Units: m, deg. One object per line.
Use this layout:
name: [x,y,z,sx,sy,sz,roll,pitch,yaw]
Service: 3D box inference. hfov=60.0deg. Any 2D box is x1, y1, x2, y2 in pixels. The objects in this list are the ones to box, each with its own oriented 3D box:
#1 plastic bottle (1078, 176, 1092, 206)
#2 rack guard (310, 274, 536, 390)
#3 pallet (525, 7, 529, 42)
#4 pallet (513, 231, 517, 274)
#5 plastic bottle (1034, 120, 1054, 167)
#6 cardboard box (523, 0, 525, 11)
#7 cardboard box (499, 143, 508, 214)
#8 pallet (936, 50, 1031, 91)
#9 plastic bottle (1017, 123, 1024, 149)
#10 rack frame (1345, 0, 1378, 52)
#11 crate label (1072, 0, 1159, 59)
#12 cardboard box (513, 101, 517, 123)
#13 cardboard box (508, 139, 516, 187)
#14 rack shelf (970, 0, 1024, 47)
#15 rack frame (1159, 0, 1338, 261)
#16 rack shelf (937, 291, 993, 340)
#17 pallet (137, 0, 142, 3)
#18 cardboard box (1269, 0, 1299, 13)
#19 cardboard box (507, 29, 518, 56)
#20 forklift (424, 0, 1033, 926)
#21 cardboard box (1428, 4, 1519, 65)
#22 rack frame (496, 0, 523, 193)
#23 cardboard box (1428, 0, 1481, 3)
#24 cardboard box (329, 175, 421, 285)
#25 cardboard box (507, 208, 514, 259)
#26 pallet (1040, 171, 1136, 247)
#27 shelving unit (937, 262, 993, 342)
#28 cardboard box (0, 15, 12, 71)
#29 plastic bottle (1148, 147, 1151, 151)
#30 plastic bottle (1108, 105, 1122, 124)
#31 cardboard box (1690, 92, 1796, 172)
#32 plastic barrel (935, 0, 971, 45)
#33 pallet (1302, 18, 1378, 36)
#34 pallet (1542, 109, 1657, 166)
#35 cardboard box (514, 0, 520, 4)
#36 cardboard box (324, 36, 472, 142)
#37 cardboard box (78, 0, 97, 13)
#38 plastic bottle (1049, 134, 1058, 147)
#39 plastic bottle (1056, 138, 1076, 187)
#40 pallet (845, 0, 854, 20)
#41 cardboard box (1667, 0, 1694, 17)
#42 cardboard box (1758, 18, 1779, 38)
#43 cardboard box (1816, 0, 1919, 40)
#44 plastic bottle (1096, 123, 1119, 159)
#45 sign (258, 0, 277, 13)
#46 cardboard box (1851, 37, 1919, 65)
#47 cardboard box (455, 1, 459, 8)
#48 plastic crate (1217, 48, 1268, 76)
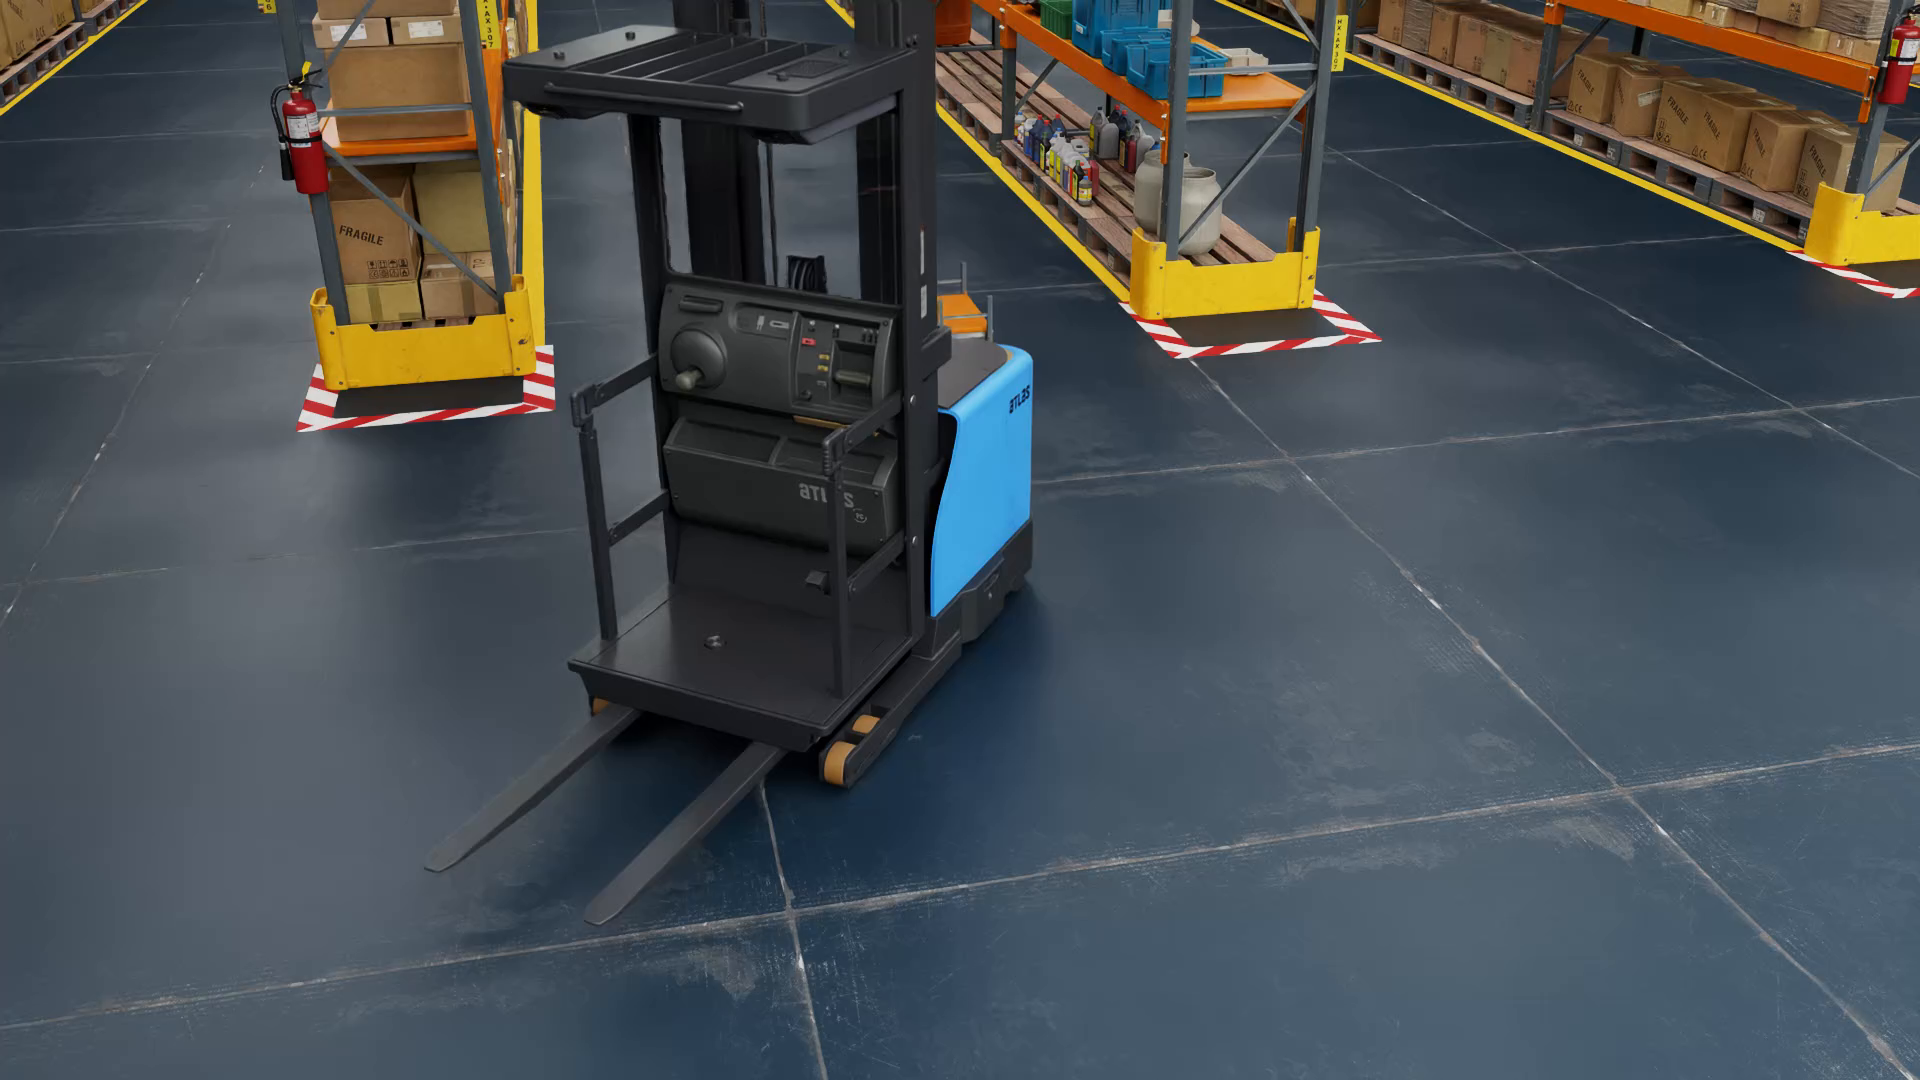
plastic bottle: [0.910,-2.539,12.068,0.097,0.201,0.097,0,27,0]
rack guard: [-3.070,-1.202,9.576,1.175,0.500,0.348,-6,27,-12]
pallet: [-5.560,-5.998,19.400,1.003,0.211,1.213,-6,27,-12]
pallet: [-3.560,-1.949,11.378,1.003,0.211,1.213,-6,27,-12]
plastic bottle: [0.670,-3.120,13.054,0.144,0.351,0.185,-7,28,-14]
cardboard box: [-5.286,-6.271,19.132,0.500,0.500,0.500,-6,27,-11]
cardboard box: [-3.220,-2.319,10.768,0.500,0.500,0.500,-6,27,-12]
pallet: [0.085,-4.753,16.932,1.003,0.211,1.213,-6,27,-12]
plastic bottle: [0.517,-3.304,13.584,0.097,0.201,0.097,0,27,0]
rack frame: [4.774,-6.845,17.982,1.000,3.000,0.127,-6,27,-12]
crate label: [1.073,-3.626,11.566,0.502,0.435,0.616,-6,27,-12]
cardboard box: [-3.828,-3.501,13.321,0.500,0.311,0.500,-6,27,-11]
cardboard box: [-3.660,-2.863,12.678,0.500,0.250,0.500,-6,27,-12]
rack shelf: [0.399,-5.142,15.408,1.077,0.370,4.000,-6,27,-12]
rack frame: [1.751,-2.830,10.027,1.000,3.000,0.127,-6,27,-12]
rack shelf: [-0.034,-0.963,7.454,0.258,0.148,0.480,-6,27,-12]
pallet: [-11.251,-7.260,21.899,1.003,0.211,1.213,-6,27,-12]
cardboard box: [4.445,-6.781,19.747,1.225,0.875,0.875,-6,27,-11]
cardboard box: [-4.397,-4.618,15.534,0.500,0.311,0.500,-6,27,-12]
forklift: [-0.753,-0.640,5.765,1.130,2.935,3.031,12,29,22]
cardboard box: [5.216,-5.143,16.896,0.700,0.500,0.500,-4,27,-7]
rack frame: [-3.977,-4.084,12.513,1.000,3.000,0.127,-6,27,-12]
cardboard box: [5.083,-5.737,17.241,0.500,0.250,0.500,-3,27,-6]
cardboard box: [-3.487,-1.828,9.796,0.500,0.500,0.500,-6,27,-12]
cardboard box: [-3.208,-1.985,10.939,0.500,0.250,0.500,-6,27,-12]
pallet: [1.239,-2.505,12.479,1.003,0.211,1.213,-6,27,-12]
shelving unit: [-0.034,-0.612,7.631,0.258,1.200,0.503,-6,27,-12]
cardboard box: [-9.742,-4.900,16.048,0.750,0.750,0.750,-6,27,-12]
plastic bottle: [1.478,-2.932,12.848,0.097,0.201,0.097,0,27,0]
plastic bottle: [1.276,-3.346,13.502,0.144,0.351,0.185,-7,28,-13]
cardboard box: [6.161,-3.216,13.100,0.500,0.500,0.500,-3,27,-7]
plastic barrel: [-0.179,-5.773,17.802,0.600,0.830,0.708,-6,27,-12]
pallet: [4.669,-5.953,19.311,1.003,0.211,1.213,-6,27,-12]
pallet: [5.861,-3.552,14.554,1.003,0.211,1.213,-6,27,-12]
cardboard box: [-4.826,-5.379,17.364,0.500,0.500,0.500,-7,28,-13]
cardboard box: [-3.168,-2.579,9.420,0.700,0.500,0.500,-6,27,-12]
cardboard box: [-10.674,-6.502,19.611,0.700,0.500,0.500,-6,27,-11]
plastic bottle: [0.739,-3.024,12.952,0.097,0.271,0.097,0,27,0]
plastic bottle: [0.807,-2.852,12.523,0.144,0.351,0.185,-5,27,-9]
pallet: [-0.820,-6.510,20.413,1.003,0.211,1.213,-6,27,-12]
cardboard box: [5.782,-4.194,13.010,0.380,0.149,0.250,-6,27,-12]
cardboard box: [6.092,-3.764,12.158,0.380,0.149,0.250,-6,27,-12]
cardboard box: [6.479,-3.754,11.418,0.875,0.500,0.500,-6,27,-12]
plastic bottle: [1.180,-3.202,13.300,0.152,0.276,0.135,-6,27,-12]
sign: [-3.608,-2.902,8.623,0.100,0.325,0.005,-6,27,-12]
cardboard box: [6.311,-3.325,11.287,0.380,0.149,0.250,-6,27,-12]
cardboard box: [-3.017,-2.972,9.479,0.380,0.149,0.250,-7,28,-13]
plastic crate: [1.863,-3.137,10.930,0.298,0.136,0.250,-6,27,-12]
